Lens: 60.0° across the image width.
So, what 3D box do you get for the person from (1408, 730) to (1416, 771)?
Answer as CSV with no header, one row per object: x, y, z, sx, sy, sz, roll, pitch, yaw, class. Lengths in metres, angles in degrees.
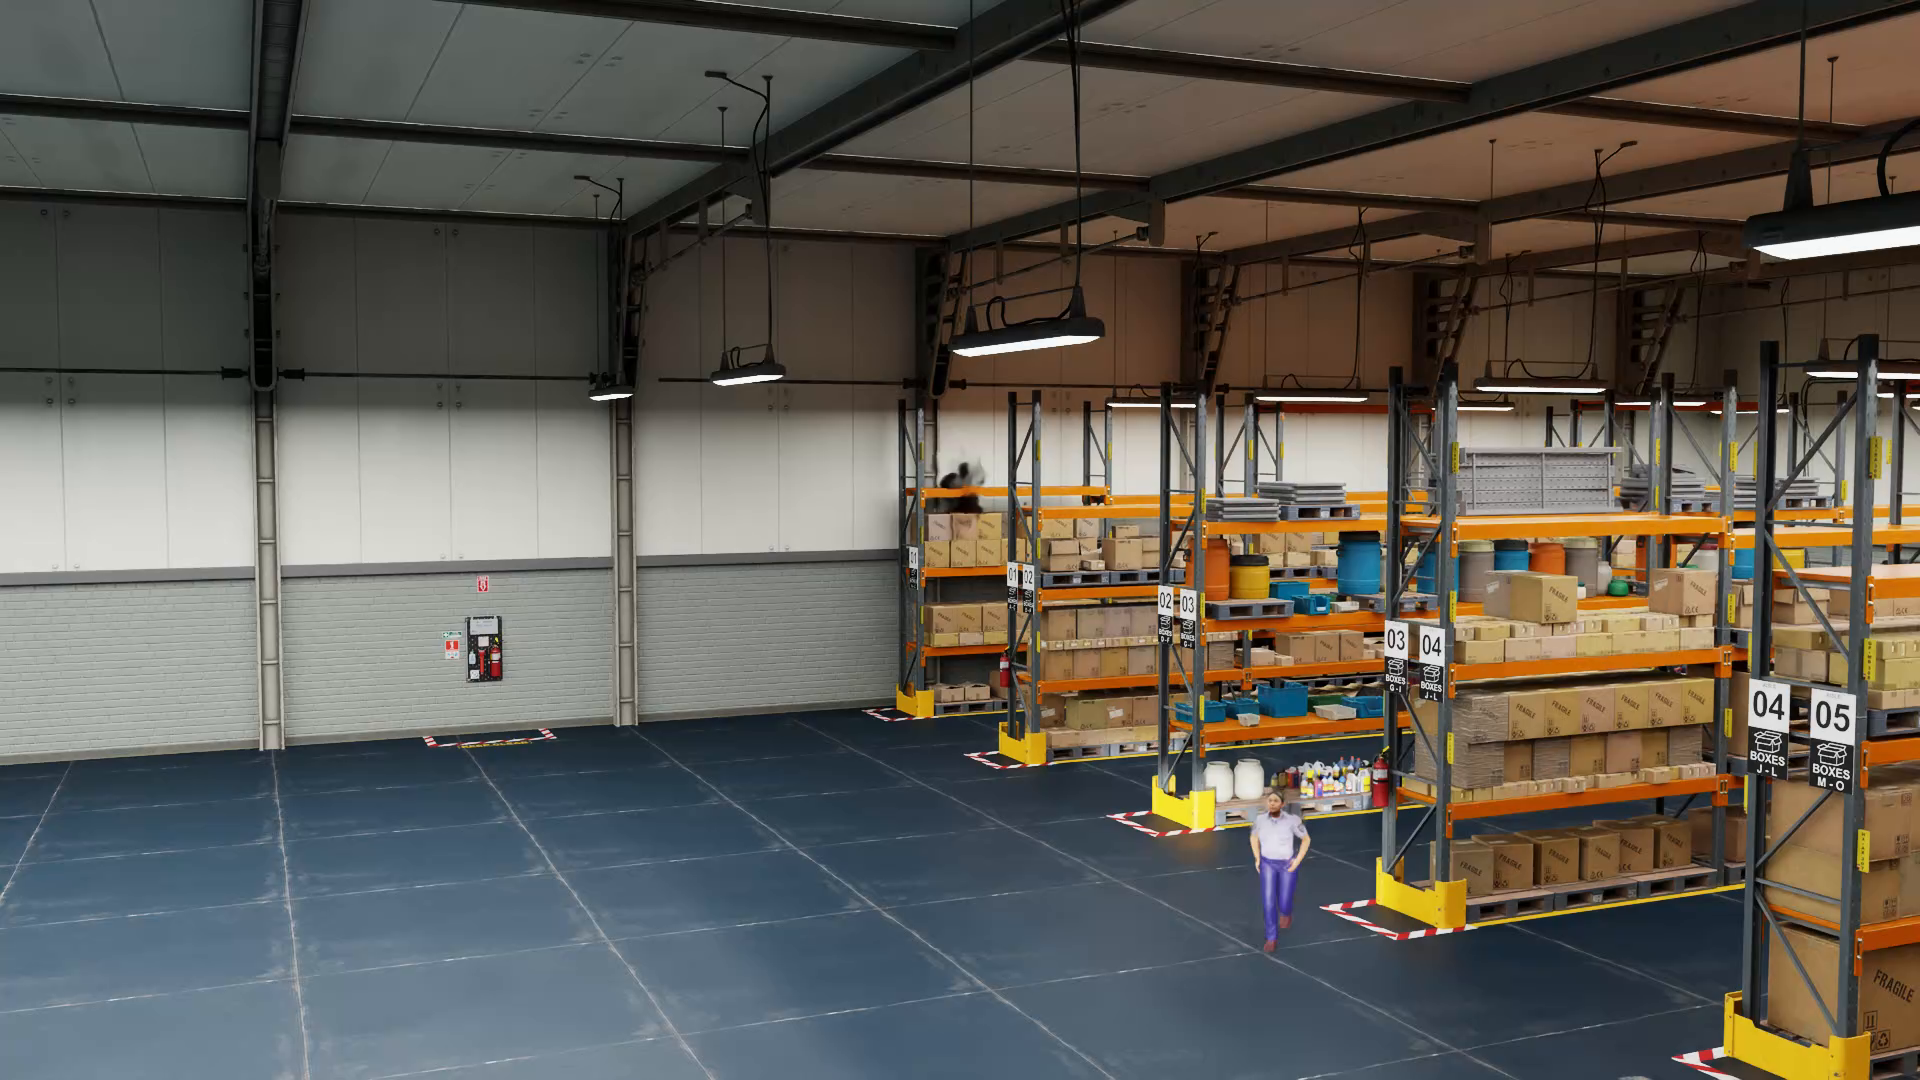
7.404,2.812,26.165,0.804,1.634,0.620,-2,4,-26,person

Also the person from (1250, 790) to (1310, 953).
3.289,3.369,17.098,0.615,1.645,0.650,1,4,21,person
